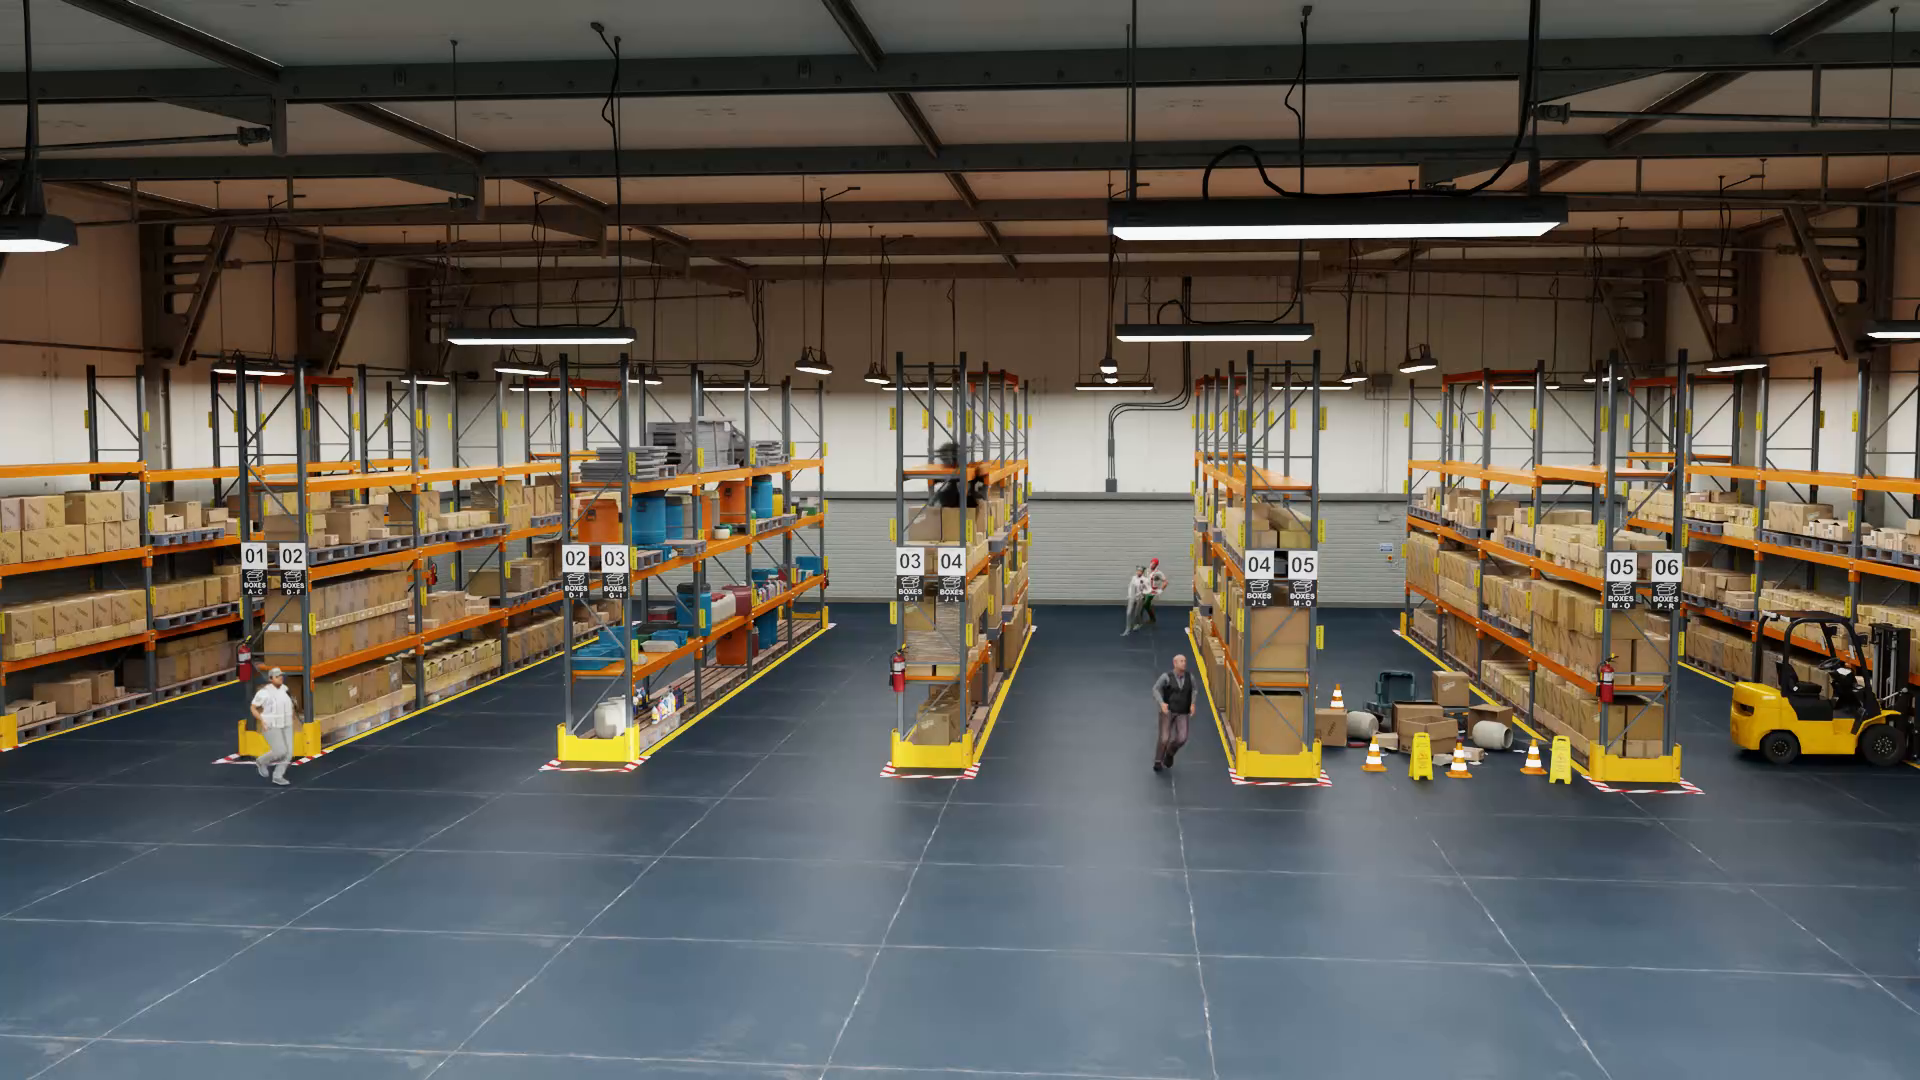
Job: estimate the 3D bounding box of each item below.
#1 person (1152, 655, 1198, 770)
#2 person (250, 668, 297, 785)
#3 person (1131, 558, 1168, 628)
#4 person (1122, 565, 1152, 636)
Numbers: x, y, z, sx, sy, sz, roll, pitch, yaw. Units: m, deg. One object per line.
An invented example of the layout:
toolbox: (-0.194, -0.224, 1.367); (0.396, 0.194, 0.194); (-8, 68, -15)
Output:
person: (3.111, 2.478, 23.827); (0.712, 1.662, 0.544); (0, 4, -7)
person: (-9.416, 2.568, 22.937); (0.553, 1.621, 0.618); (2, 5, 29)
person: (4.497, 1.275, 40.380); (0.901, 1.724, 0.813); (-1, 4, -11)
person: (4.207, 1.401, 39.032); (0.646, 1.651, 0.892); (2, 5, 27)
